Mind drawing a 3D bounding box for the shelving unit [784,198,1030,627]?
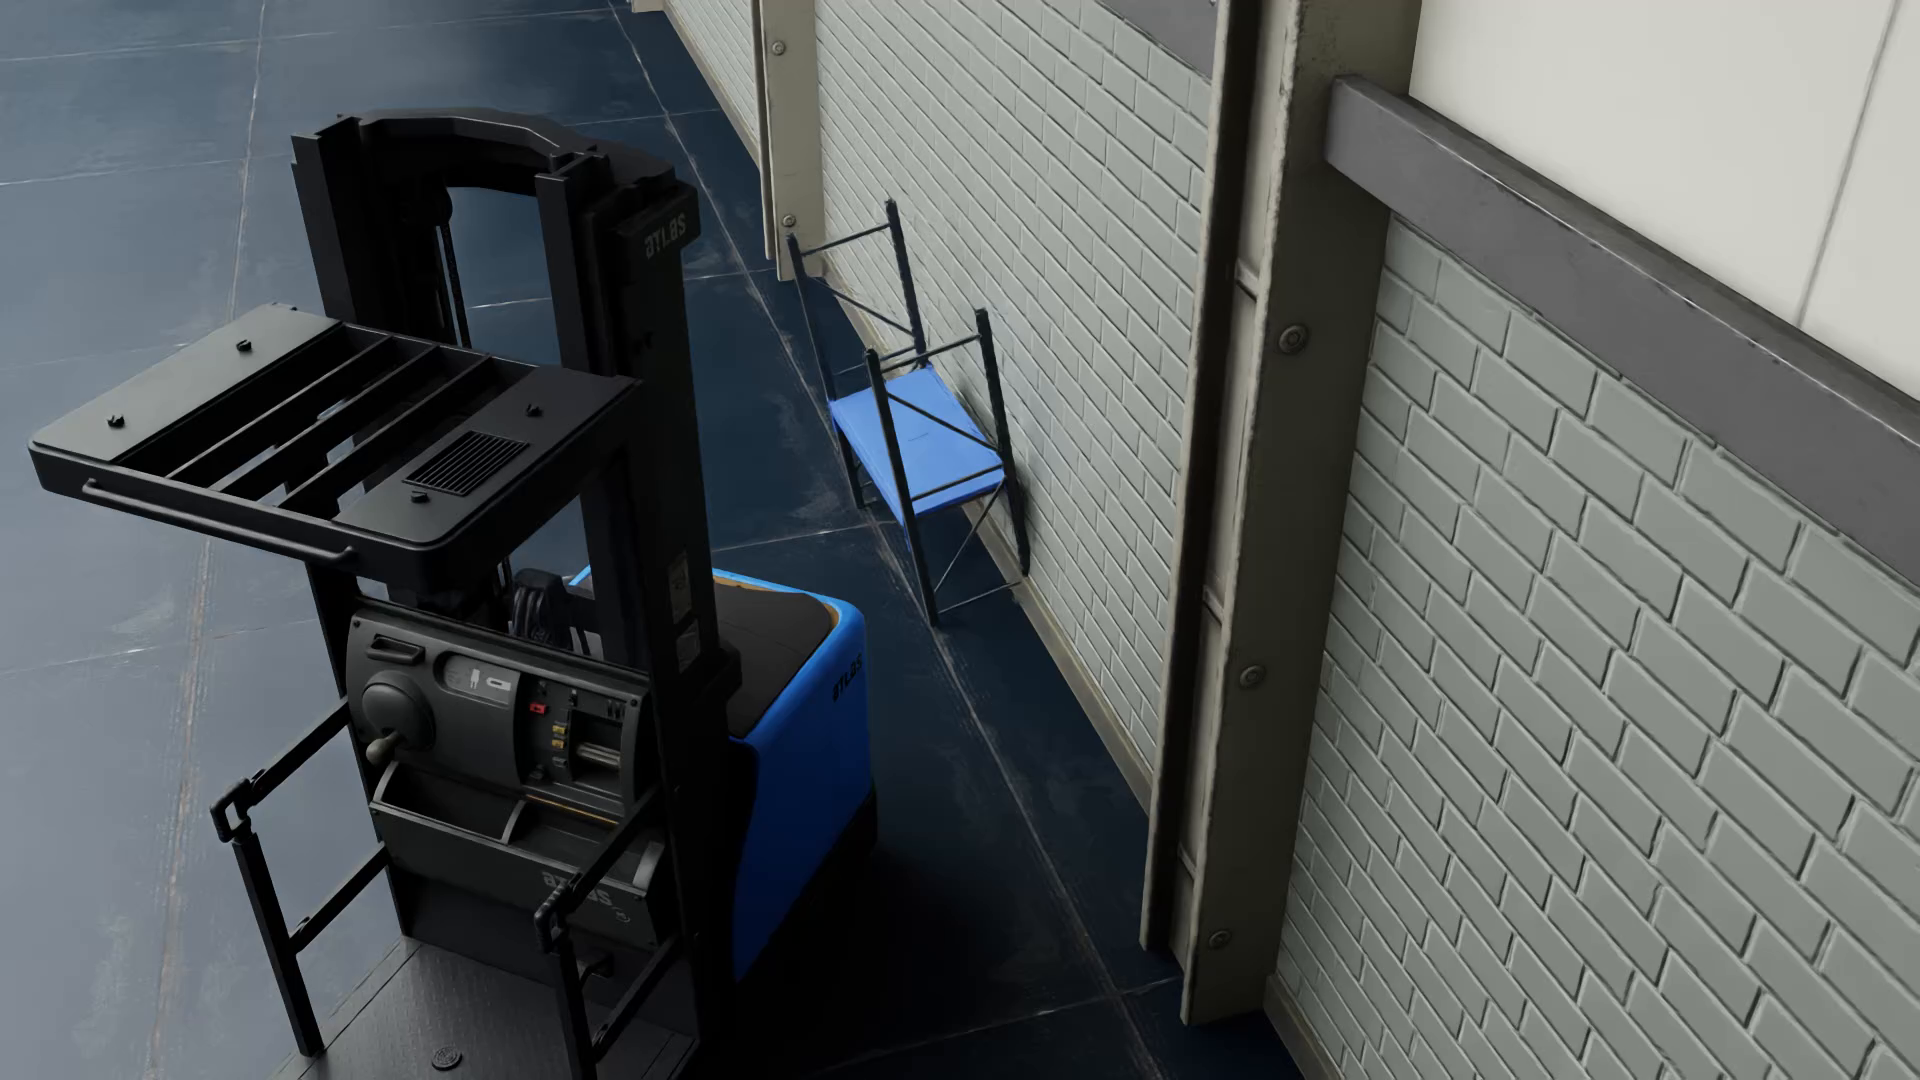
[{"bbox_3d":[-0.200,-0.519,7.167,0.538,1.500,1.048,-21,41,-11],"label":"shelving unit"}]

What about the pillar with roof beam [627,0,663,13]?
[{"bbox_3d":[-6.943,-7.887,11.523,9.100,9.000,0.400,-10,35,-15],"label":"pillar with roof beam"}]

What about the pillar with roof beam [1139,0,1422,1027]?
[{"bbox_3d":[-3.283,-1.587,1.988,9.100,9.000,0.400,-10,35,-15],"label":"pillar with roof beam"}]

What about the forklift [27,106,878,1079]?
[{"bbox_3d":[-1.333,0.533,4.285,1.130,2.935,3.031,13,36,19],"label":"forklift"}]

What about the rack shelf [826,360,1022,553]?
[{"bbox_3d":[-0.171,-0.385,7.283,0.538,0.185,1.000,-21,41,-11],"label":"rack shelf"}]

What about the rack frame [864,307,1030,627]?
[{"bbox_3d":[-0.011,-0.234,6.792,0.500,1.500,0.032,-21,41,-11],"label":"rack frame"}]

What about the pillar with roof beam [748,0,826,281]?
[{"bbox_3d":[-5.113,-4.737,6.756,9.100,9.000,0.400,-10,35,-15],"label":"pillar with roof beam"}]

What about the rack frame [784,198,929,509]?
[{"bbox_3d":[-0.389,-0.805,7.542,0.500,1.500,0.032,-21,41,-11],"label":"rack frame"}]
